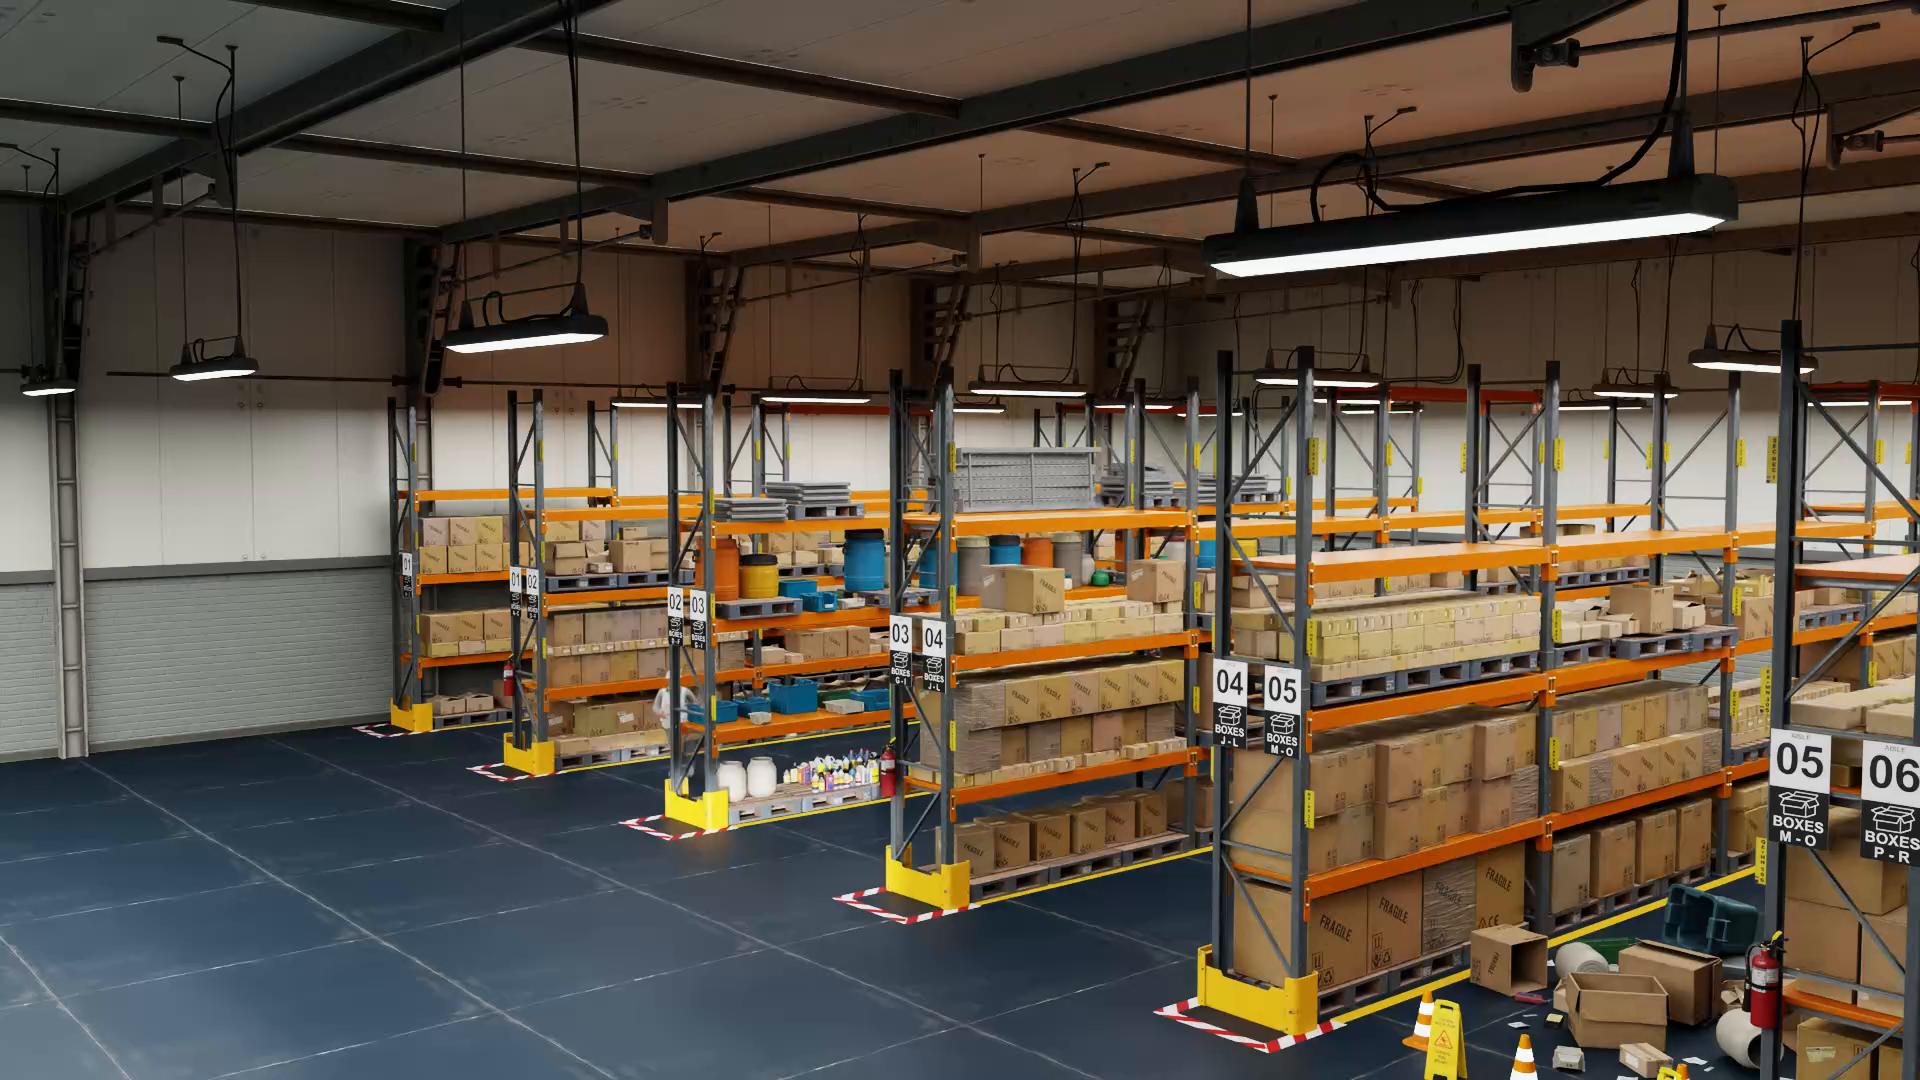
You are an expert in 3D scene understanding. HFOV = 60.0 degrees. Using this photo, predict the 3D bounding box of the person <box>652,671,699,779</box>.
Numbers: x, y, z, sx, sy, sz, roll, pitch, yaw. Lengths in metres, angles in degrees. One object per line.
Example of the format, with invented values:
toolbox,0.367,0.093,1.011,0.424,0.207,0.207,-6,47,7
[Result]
person,-4.308,2.811,25.265,0.641,1.742,0.858,1,3,12

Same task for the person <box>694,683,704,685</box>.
person,-4.874,2.592,30.908,0.614,1.638,0.776,0,3,3
